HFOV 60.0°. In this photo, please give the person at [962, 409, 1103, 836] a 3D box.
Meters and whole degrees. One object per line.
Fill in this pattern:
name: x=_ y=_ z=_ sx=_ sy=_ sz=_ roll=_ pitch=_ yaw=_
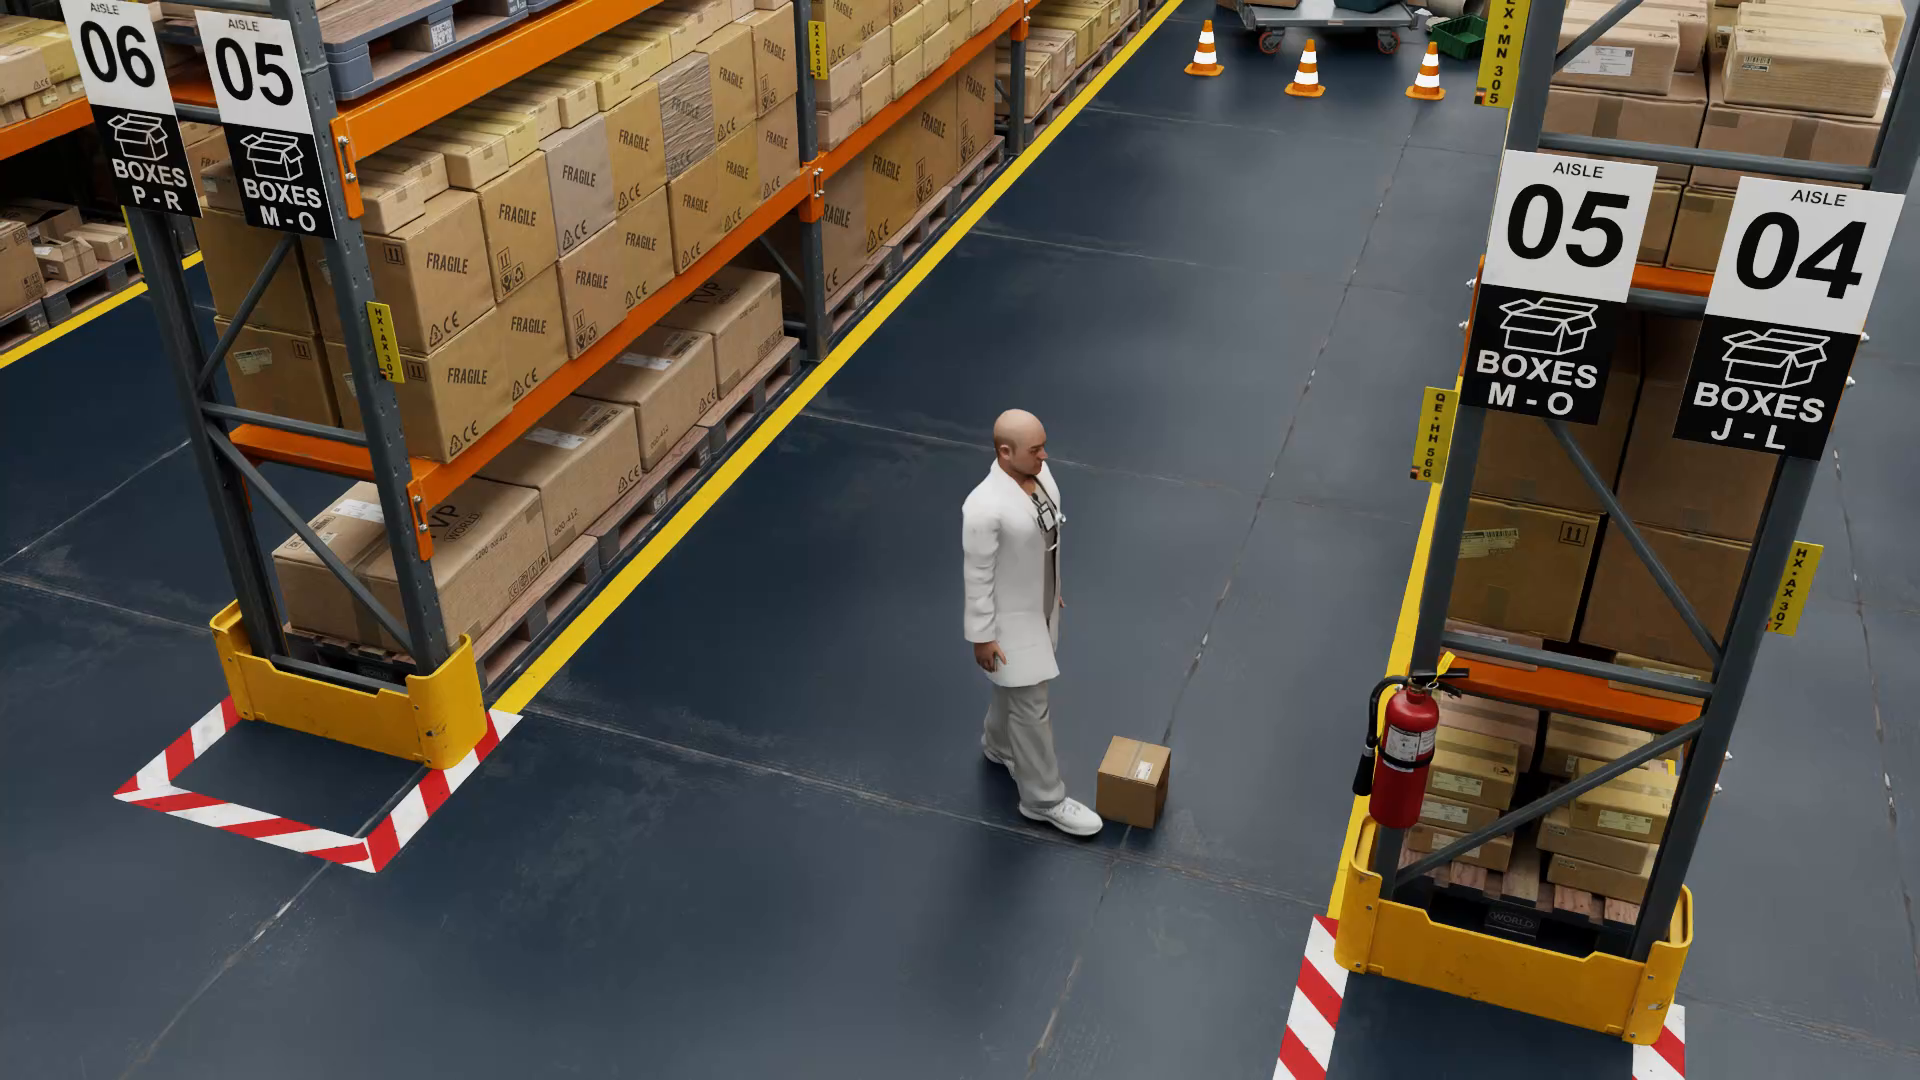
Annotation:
person: x=7.821 y=-1.827 z=9.978 sx=10.118 sy=1.777 sz=14.618 roll=16 pitch=36 yaw=23
